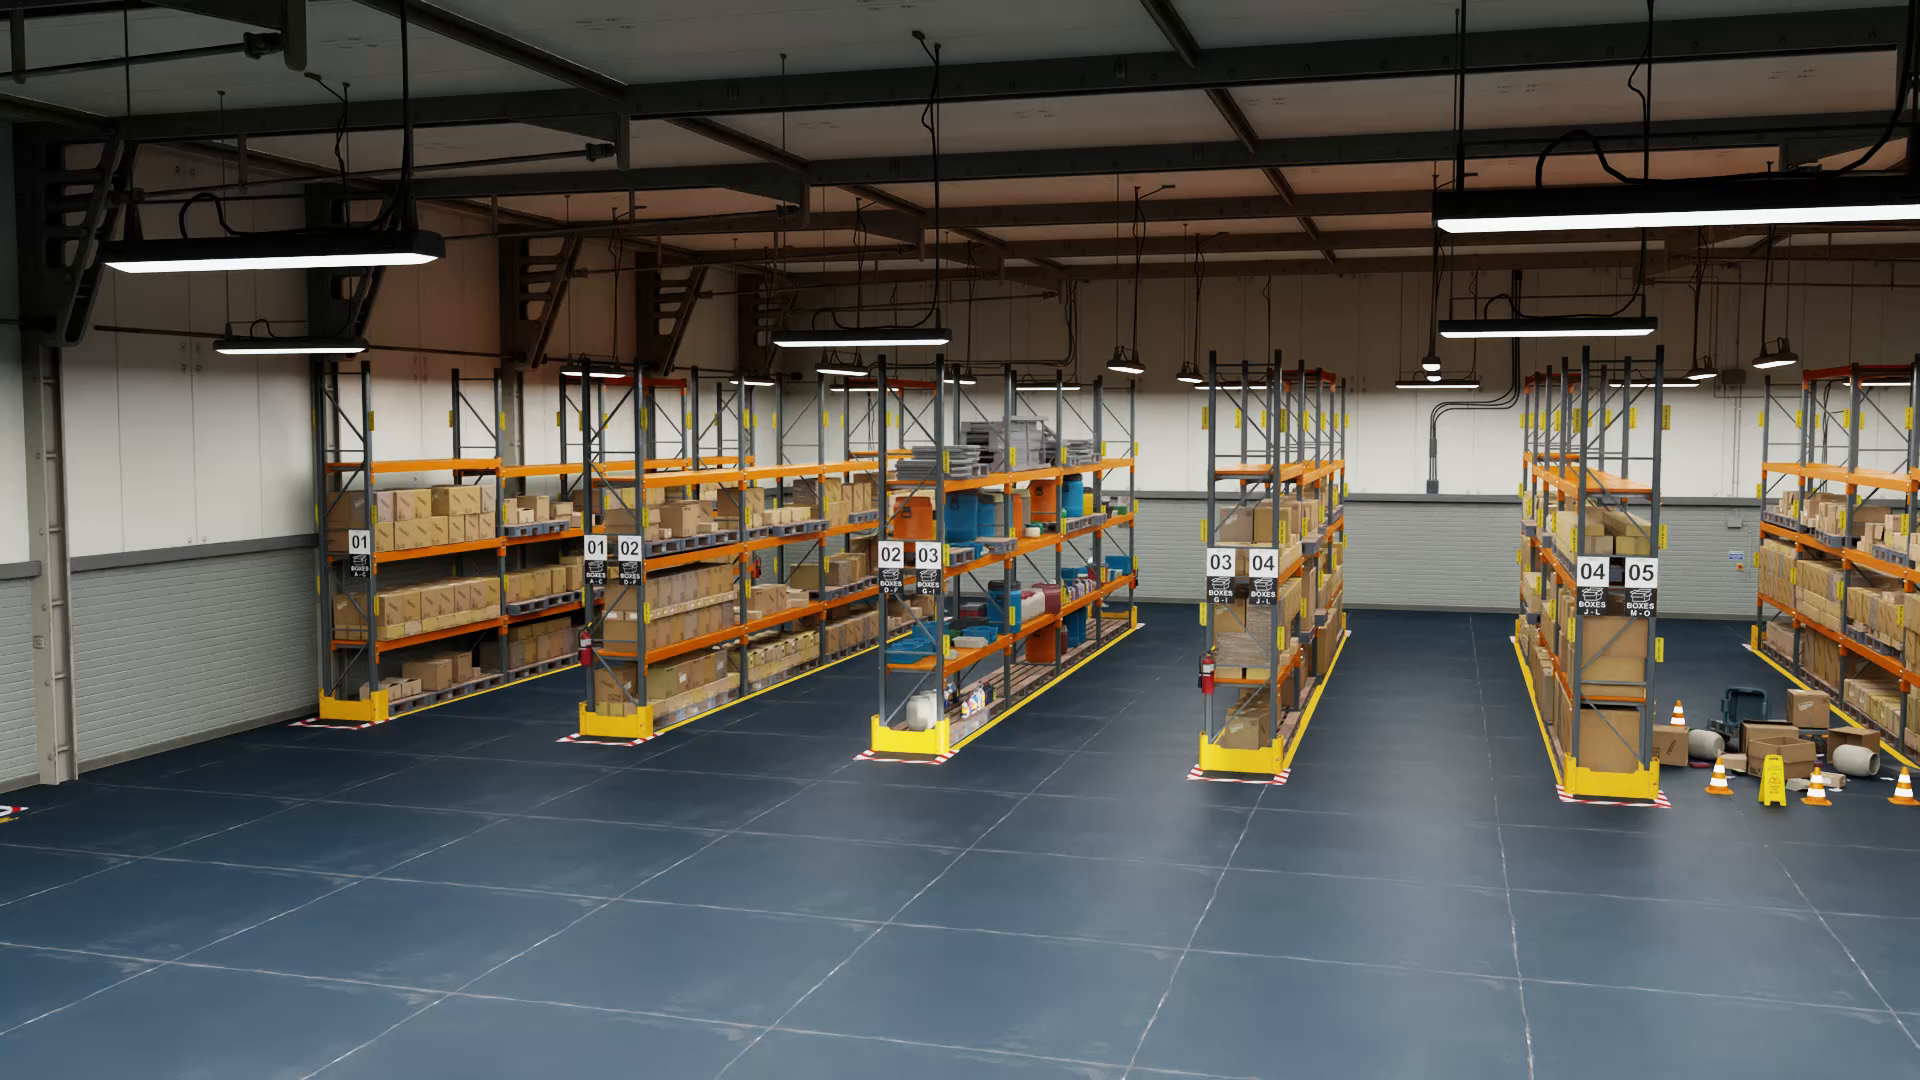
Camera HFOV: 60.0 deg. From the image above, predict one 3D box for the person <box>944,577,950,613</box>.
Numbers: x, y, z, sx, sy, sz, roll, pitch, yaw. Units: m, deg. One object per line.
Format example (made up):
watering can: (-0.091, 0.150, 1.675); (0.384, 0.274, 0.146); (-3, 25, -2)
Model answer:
person: (-0.456, 1.048, 43.224); (0.442, 1.747, 0.559); (1, 4, 16)

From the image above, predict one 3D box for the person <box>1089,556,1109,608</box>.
person: (3.671, 0.973, 44.690); (0.918, 1.648, 0.458); (4, 5, 41)
